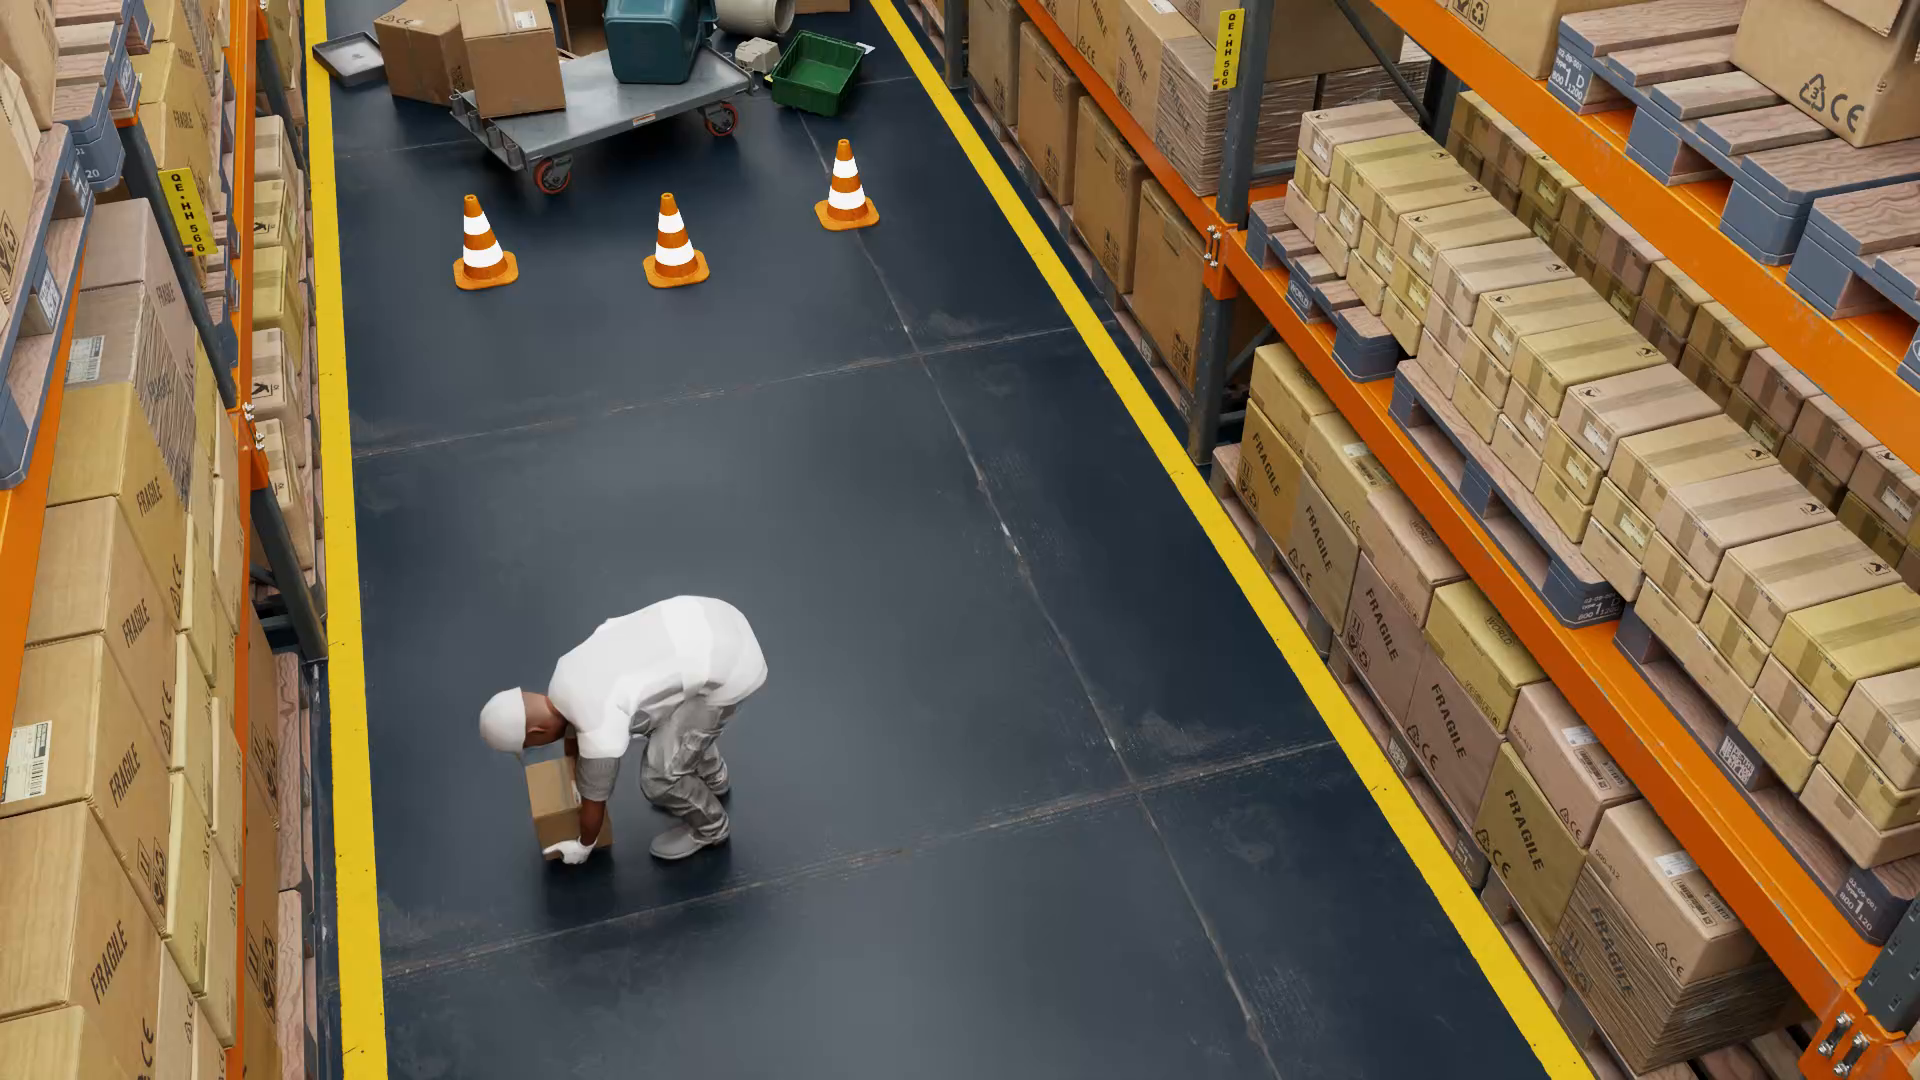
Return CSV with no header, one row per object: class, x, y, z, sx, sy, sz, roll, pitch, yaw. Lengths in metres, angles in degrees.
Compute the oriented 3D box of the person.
person,-1.162,0.713,5.911,0.985,1.027,0.517,-14,44,-15
